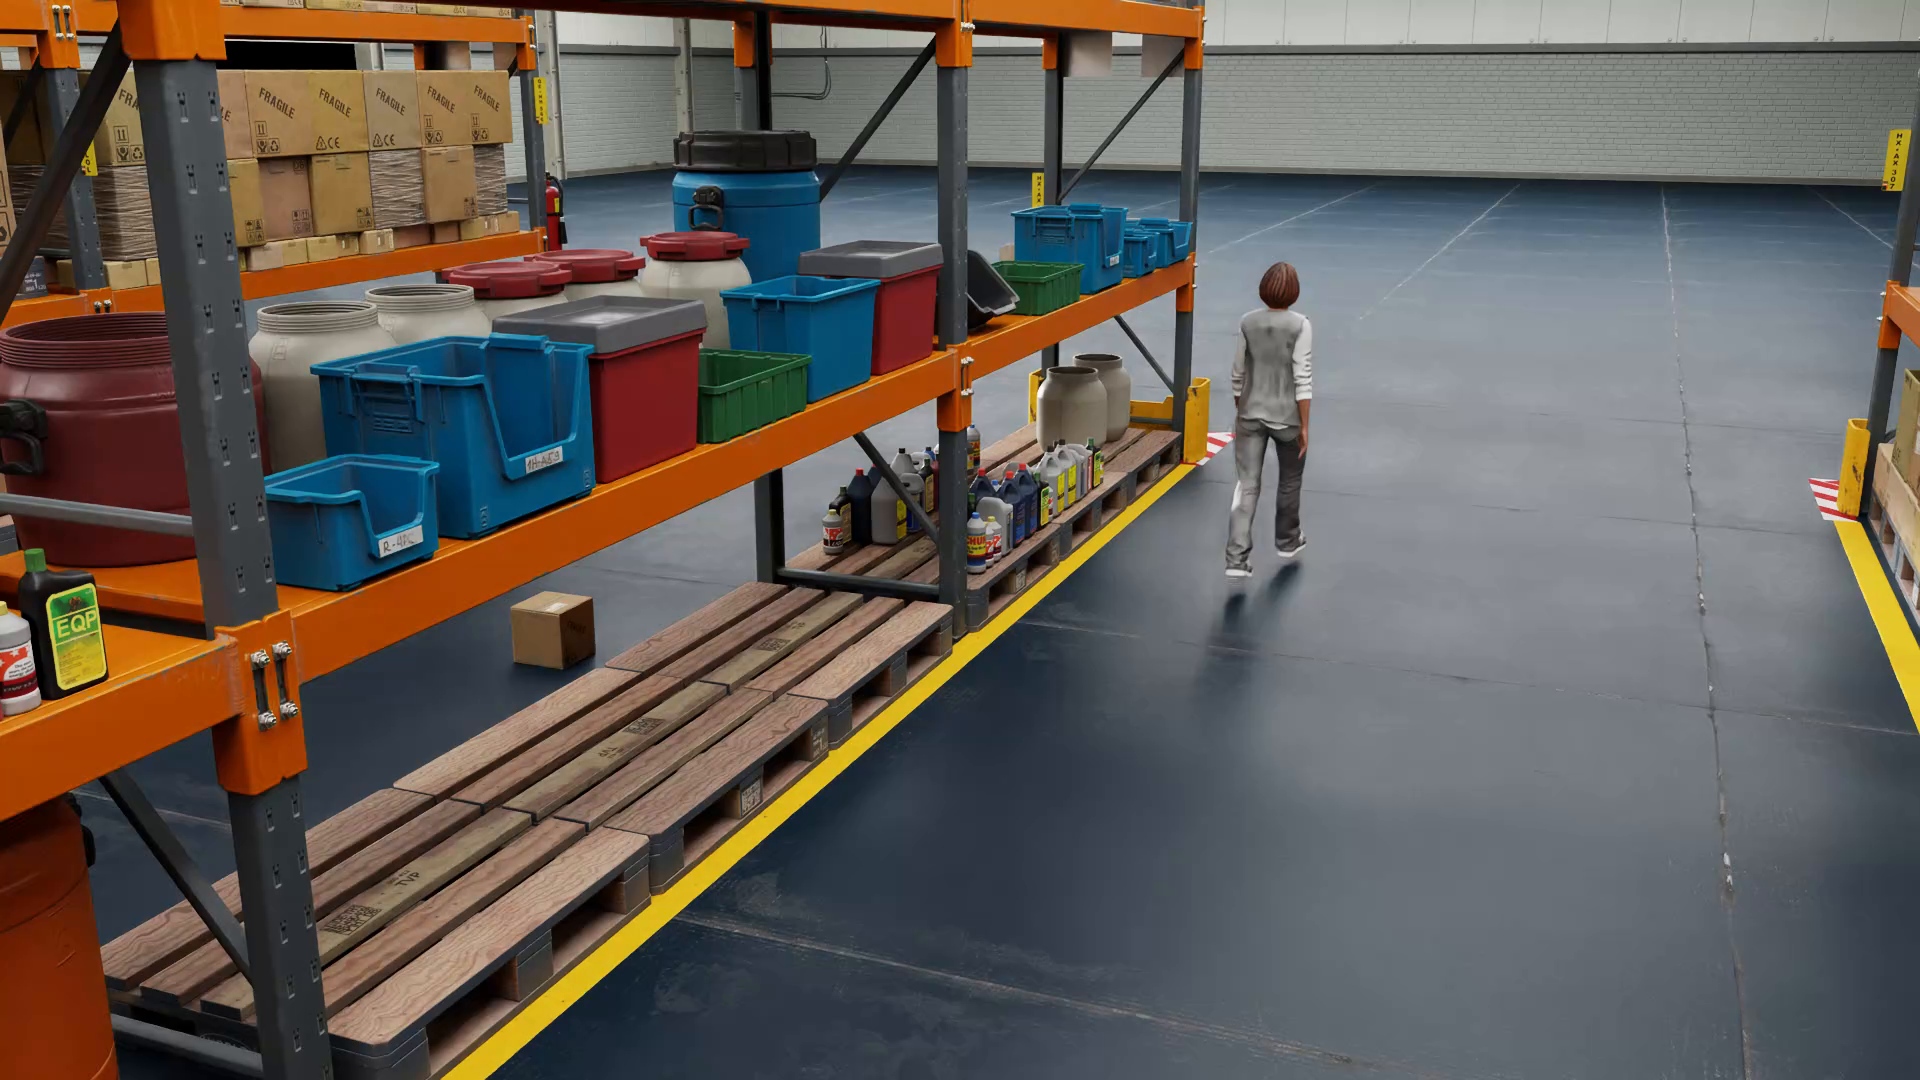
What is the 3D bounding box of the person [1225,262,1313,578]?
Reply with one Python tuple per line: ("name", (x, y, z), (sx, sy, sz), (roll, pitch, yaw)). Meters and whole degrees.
("person", (1.530, -0.601, 8.185), (0.442, 1.537, 0.976), (7, 17, 23))
